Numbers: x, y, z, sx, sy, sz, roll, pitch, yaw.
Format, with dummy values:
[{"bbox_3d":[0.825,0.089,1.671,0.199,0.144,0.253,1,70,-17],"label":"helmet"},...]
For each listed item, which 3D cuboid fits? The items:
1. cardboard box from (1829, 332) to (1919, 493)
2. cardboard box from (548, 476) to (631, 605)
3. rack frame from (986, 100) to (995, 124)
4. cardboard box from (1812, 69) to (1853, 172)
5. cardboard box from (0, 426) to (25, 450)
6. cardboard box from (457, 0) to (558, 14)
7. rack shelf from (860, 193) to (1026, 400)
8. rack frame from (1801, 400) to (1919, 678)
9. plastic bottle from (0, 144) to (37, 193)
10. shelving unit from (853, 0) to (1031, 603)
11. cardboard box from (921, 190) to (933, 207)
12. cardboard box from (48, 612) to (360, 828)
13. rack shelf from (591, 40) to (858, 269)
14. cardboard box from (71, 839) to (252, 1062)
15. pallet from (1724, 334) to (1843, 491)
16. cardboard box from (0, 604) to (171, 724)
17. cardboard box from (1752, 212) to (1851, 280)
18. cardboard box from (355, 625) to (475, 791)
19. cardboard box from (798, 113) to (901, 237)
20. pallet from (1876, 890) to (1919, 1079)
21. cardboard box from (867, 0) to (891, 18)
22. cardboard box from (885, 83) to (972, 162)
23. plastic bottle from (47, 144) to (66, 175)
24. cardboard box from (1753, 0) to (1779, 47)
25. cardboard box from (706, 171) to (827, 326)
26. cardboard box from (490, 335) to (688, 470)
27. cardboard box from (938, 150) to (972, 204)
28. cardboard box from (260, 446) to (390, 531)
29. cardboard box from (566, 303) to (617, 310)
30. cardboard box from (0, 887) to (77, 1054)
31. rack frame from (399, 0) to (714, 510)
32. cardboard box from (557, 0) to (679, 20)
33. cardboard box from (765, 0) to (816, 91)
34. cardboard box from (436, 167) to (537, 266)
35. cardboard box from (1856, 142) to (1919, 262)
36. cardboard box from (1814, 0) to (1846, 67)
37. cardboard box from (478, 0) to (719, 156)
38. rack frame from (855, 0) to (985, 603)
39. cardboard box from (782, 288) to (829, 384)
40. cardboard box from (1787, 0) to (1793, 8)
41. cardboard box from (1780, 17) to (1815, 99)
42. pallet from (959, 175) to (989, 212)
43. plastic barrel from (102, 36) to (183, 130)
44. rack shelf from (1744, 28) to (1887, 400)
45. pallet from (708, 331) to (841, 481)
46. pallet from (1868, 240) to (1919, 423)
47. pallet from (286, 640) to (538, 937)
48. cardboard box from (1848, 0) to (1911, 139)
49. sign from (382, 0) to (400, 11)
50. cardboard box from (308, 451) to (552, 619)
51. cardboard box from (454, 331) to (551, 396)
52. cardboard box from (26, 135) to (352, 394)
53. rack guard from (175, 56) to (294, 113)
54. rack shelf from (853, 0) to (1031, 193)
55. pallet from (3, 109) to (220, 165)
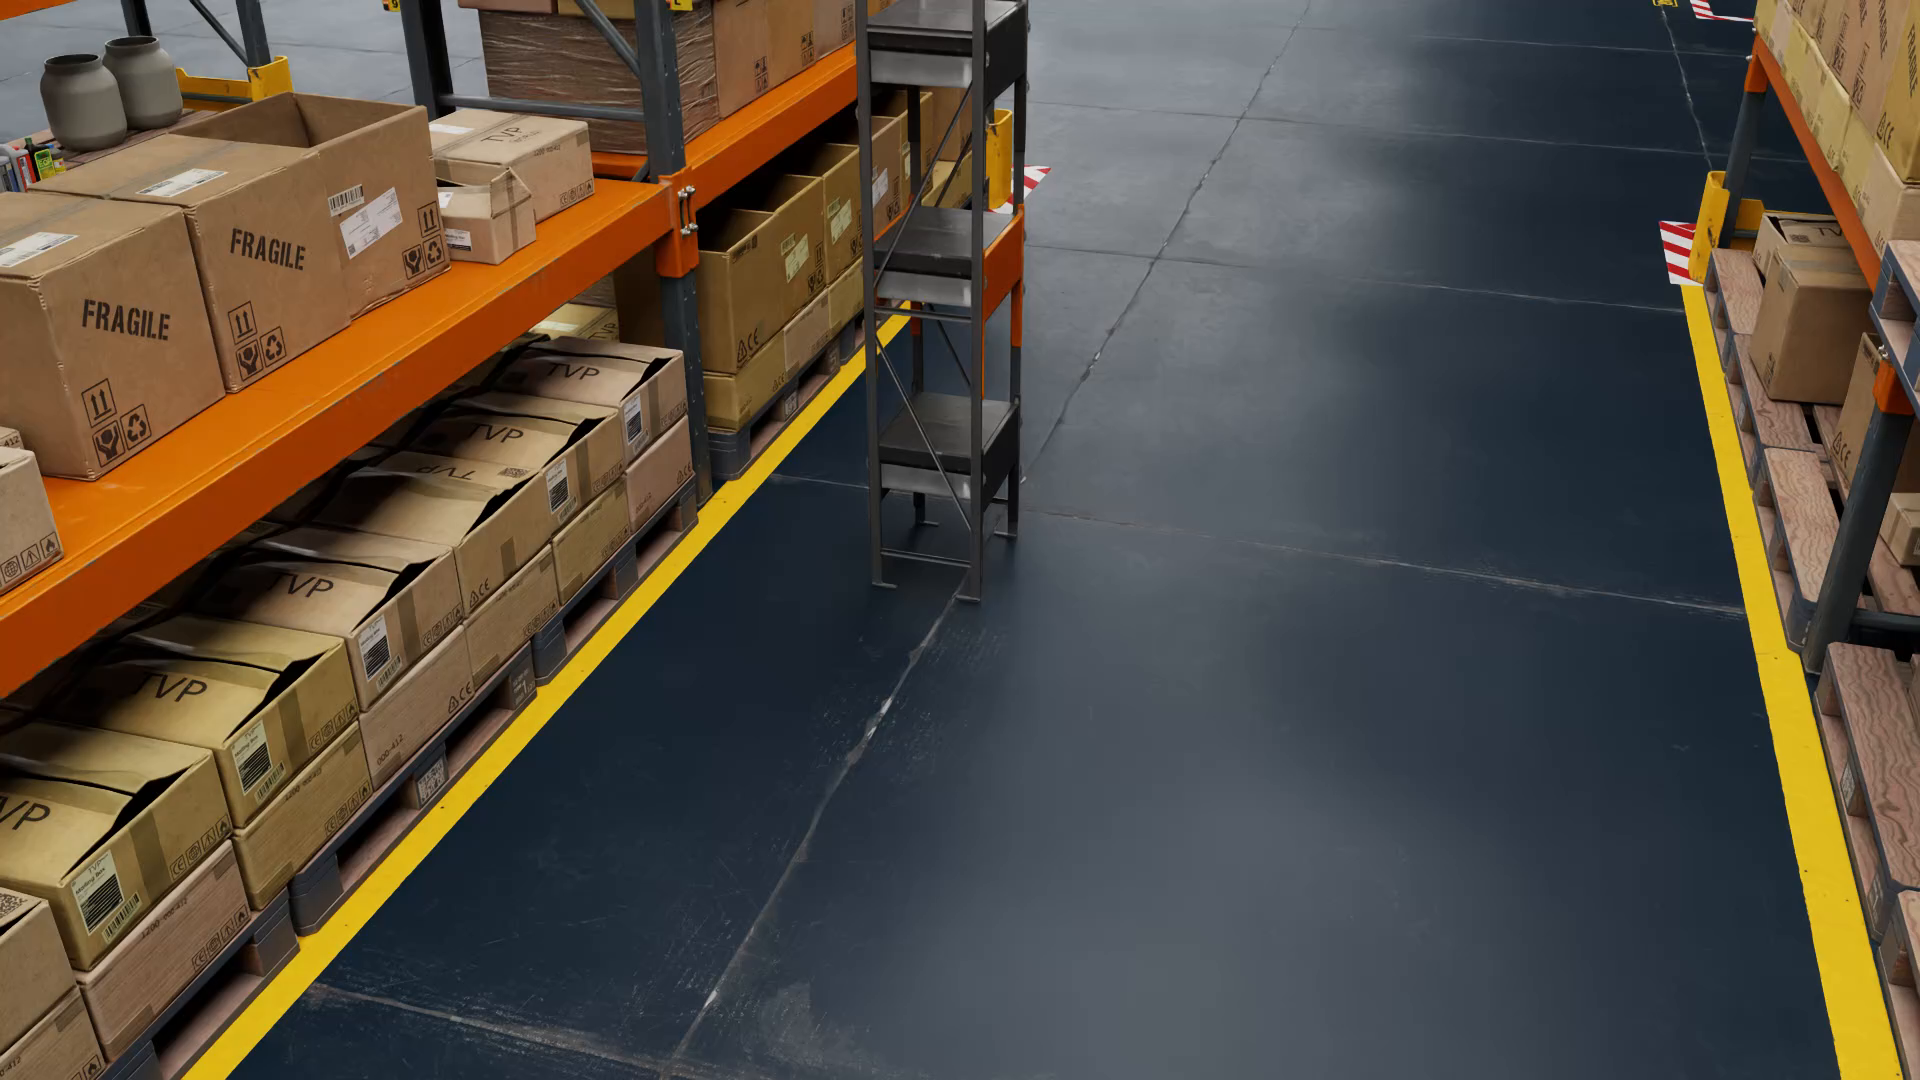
[{"bbox_3d":[3.534,-0.411,6.023,0.500,0.500,0.500,6,30,11],"label":"cardboard box"},{"bbox_3d":[-1.464,-0.042,5.636,0.500,0.250,0.500,8,30,14],"label":"cardboard box"},{"bbox_3d":[-0.295,-3.387,9.254,1.000,3.000,0.127,8,30,15],"label":"rack frame"},{"bbox_3d":[3.404,-1.496,5.988,0.500,0.250,0.500,8,30,15],"label":"cardboard box"},{"bbox_3d":[-2.323,-0.161,3.712,0.380,0.149,0.250,11,31,19],"label":"cardboard box"},{"bbox_3d":[-1.594,-2.013,6.012,0.380,0.149,0.250,8,30,15],"label":"cardboard box"},{"bbox_3d":[-0.049,-0.829,5.608,0.431,0.518,0.480,8,30,15],"label":"rack shelf"},{"bbox_3d":[3.268,-0.823,4.645,1.000,3.000,0.127,8,30,15],"label":"rack frame"},{"bbox_3d":[-5.249,-2.069,9.232,0.152,0.276,0.135,9,30,15],"label":"plastic bottle"},{"bbox_3d":[-0.049,-0.841,5.601,0.431,2.100,0.503,8,30,15],"label":"shelving unit"},{"bbox_3d":[-0.450,-1.611,8.457,0.500,0.250,0.500,8,30,15],"label":"cardboard box"},{"bbox_3d":[-1.911,0.420,4.229,0.500,0.311,0.500,8,30,14],"label":"cardboard box"},{"bbox_3d":[-0.882,-2.144,7.758,1.077,0.370,4.000,8,30,15],"label":"rack shelf"},{"bbox_3d":[-2.062,0.913,3.919,0.500,0.250,0.500,8,30,13],"label":"cardboard box"},{"bbox_3d":[3.787,-0.491,6.915,1.003,0.211,1.213,8,30,15],"label":"pallet"},{"bbox_3d":[-2.427,0.348,4.358,0.500,0.311,0.500,8,30,15],"label":"cardboard box"},{"bbox_3d":[4.153,-1.391,7.978,0.500,0.311,0.500,5,30,9],"label":"cardboard box"},{"bbox_3d":[-1.764,0.432,4.783,0.500,0.250,0.500,9,30,16],"label":"cardboard box"},{"bbox_3d":[-0.595,-1.706,7.857,0.500,0.500,0.500,8,30,15],"label":"cardboard box"},{"bbox_3d":[2.684,1.326,3.649,1.003,0.211,1.213,8,30,15],"label":"pallet"},{"bbox_3d":[-0.745,-2.741,7.990,0.700,0.500,0.500,9,30,15],"label":"cardboard box"},{"bbox_3d":[-0.168,-2.405,9.114,0.500,0.500,0.500,8,30,15],"label":"cardboard box"},{"bbox_3d":[-5.149,-2.149,9.454,0.097,0.201,0.097,0,29,0],"label":"plastic bottle"},{"bbox_3d":[3.995,-2.444,7.692,0.500,0.250,0.500,8,30,13],"label":"cardboard box"},{"bbox_3d":[-0.894,-1.243,7.023,0.500,0.500,0.500,8,30,15],"label":"cardboard box"},{"bbox_3d":[-1.314,-0.526,5.930,0.500,0.311,0.500,8,30,15],"label":"cardboard box"},{"bbox_3d":[-0.170,-2.078,9.296,0.500,0.250,0.500,8,30,15],"label":"cardboard box"},{"bbox_3d":[-2.131,-0.126,5.211,0.500,0.311,0.500,8,30,13],"label":"cardboard box"},{"bbox_3d":[-1.386,-0.988,7.337,0.500,0.250,0.500,8,30,15],"label":"cardboard box"},{"bbox_3d":[-2.209,0.902,3.363,0.500,0.311,0.500,10,30,17],"label":"cardboard box"},{"bbox_3d":[-1.469,-1.529,5.912,1.000,3.000,0.127,8,30,15],"label":"rack frame"},{"bbox_3d":[-1.205,-1.953,5.905,0.380,0.149,0.250,8,30,15],"label":"cardboard box"},{"bbox_3d":[-1.045,-2.258,7.121,0.700,0.500,0.500,9,30,16],"label":"cardboard box"},{"bbox_3d":[-1.551,-1.035,5.163,0.396,0.266,0.258,8,30,14],"label":"cardboard box"},{"bbox_3d":[3.117,-1.030,5.150,0.500,0.250,0.500,9,30,15],"label":"cardboard box"},{"bbox_3d":[3.562,-2.065,6.239,0.500,0.500,0.500,9,30,16],"label":"cardboard box"},{"bbox_3d":[-1.345,-1.779,6.260,0.700,0.500,0.500,8,30,14],"label":"cardboard box"},{"bbox_3d":[-0.120,-0.727,5.397,0.400,2.100,0.015,8,30,15],"label":"rack frame"},{"bbox_3d":[-0.891,-0.914,7.205,0.500,0.250,0.500,8,30,15],"label":"cardboard box"},{"bbox_3d":[3.860,-2.546,7.104,0.500,0.500,0.500,9,30,15],"label":"cardboard box"},{"bbox_3d":[3.701,-1.965,6.830,0.500,0.250,0.500,8,30,14],"label":"cardboard box"},{"bbox_3d":[-0.479,-1.808,9.282,1.003,0.211,1.213,8,30,15],"label":"pallet"},{"bbox_3d":[-5.149,-2.876,10.461,0.421,0.512,0.421,0,29,0],"label":"plastic barrel"},{"bbox_3d":[3.855,-1.439,6.490,1.077,0.370,4.000,8,30,15],"label":"rack shelf"},{"bbox_3d":[-1.195,-0.674,7.244,1.003,0.211,1.213,8,30,15],"label":"pallet"},{"bbox_3d":[2.904,-0.405,4.090,1.003,0.211,1.213,8,30,15],"label":"pallet"},{"bbox_3d":[-2.004,0.607,4.942,1.003,0.211,1.213,8,30,15],"label":"pallet"},{"bbox_3d":[3.252,-1.591,5.387,0.500,0.500,0.500,8,30,15],"label":"cardboard box"},{"bbox_3d":[-2.000,-2.020,5.824,0.100,0.325,0.005,8,30,15],"label":"sign"},{"bbox_3d":[-1.609,-0.052,5.078,0.500,0.311,0.500,8,30,15],"label":"cardboard box"},{"bbox_3d":[-1.828,-0.599,6.061,0.500,0.311,0.500,9,30,15],"label":"cardboard box"},{"bbox_3d":[-2.012,-0.740,4.392,0.500,0.500,0.500,9,30,15],"label":"cardboard box"},{"bbox_3d":[-5.006,-2.962,11.060,1.175,0.500,0.348,8,30,15],"label":"rack guard"},{"bbox_3d":[-0.049,-1.440,5.268,0.431,0.518,0.480,8,30,15],"label":"rack shelf"},{"bbox_3d":[-5.250,-2.459,10.453,1.003,0.211,1.213,8,30,15],"label":"pallet"}]
